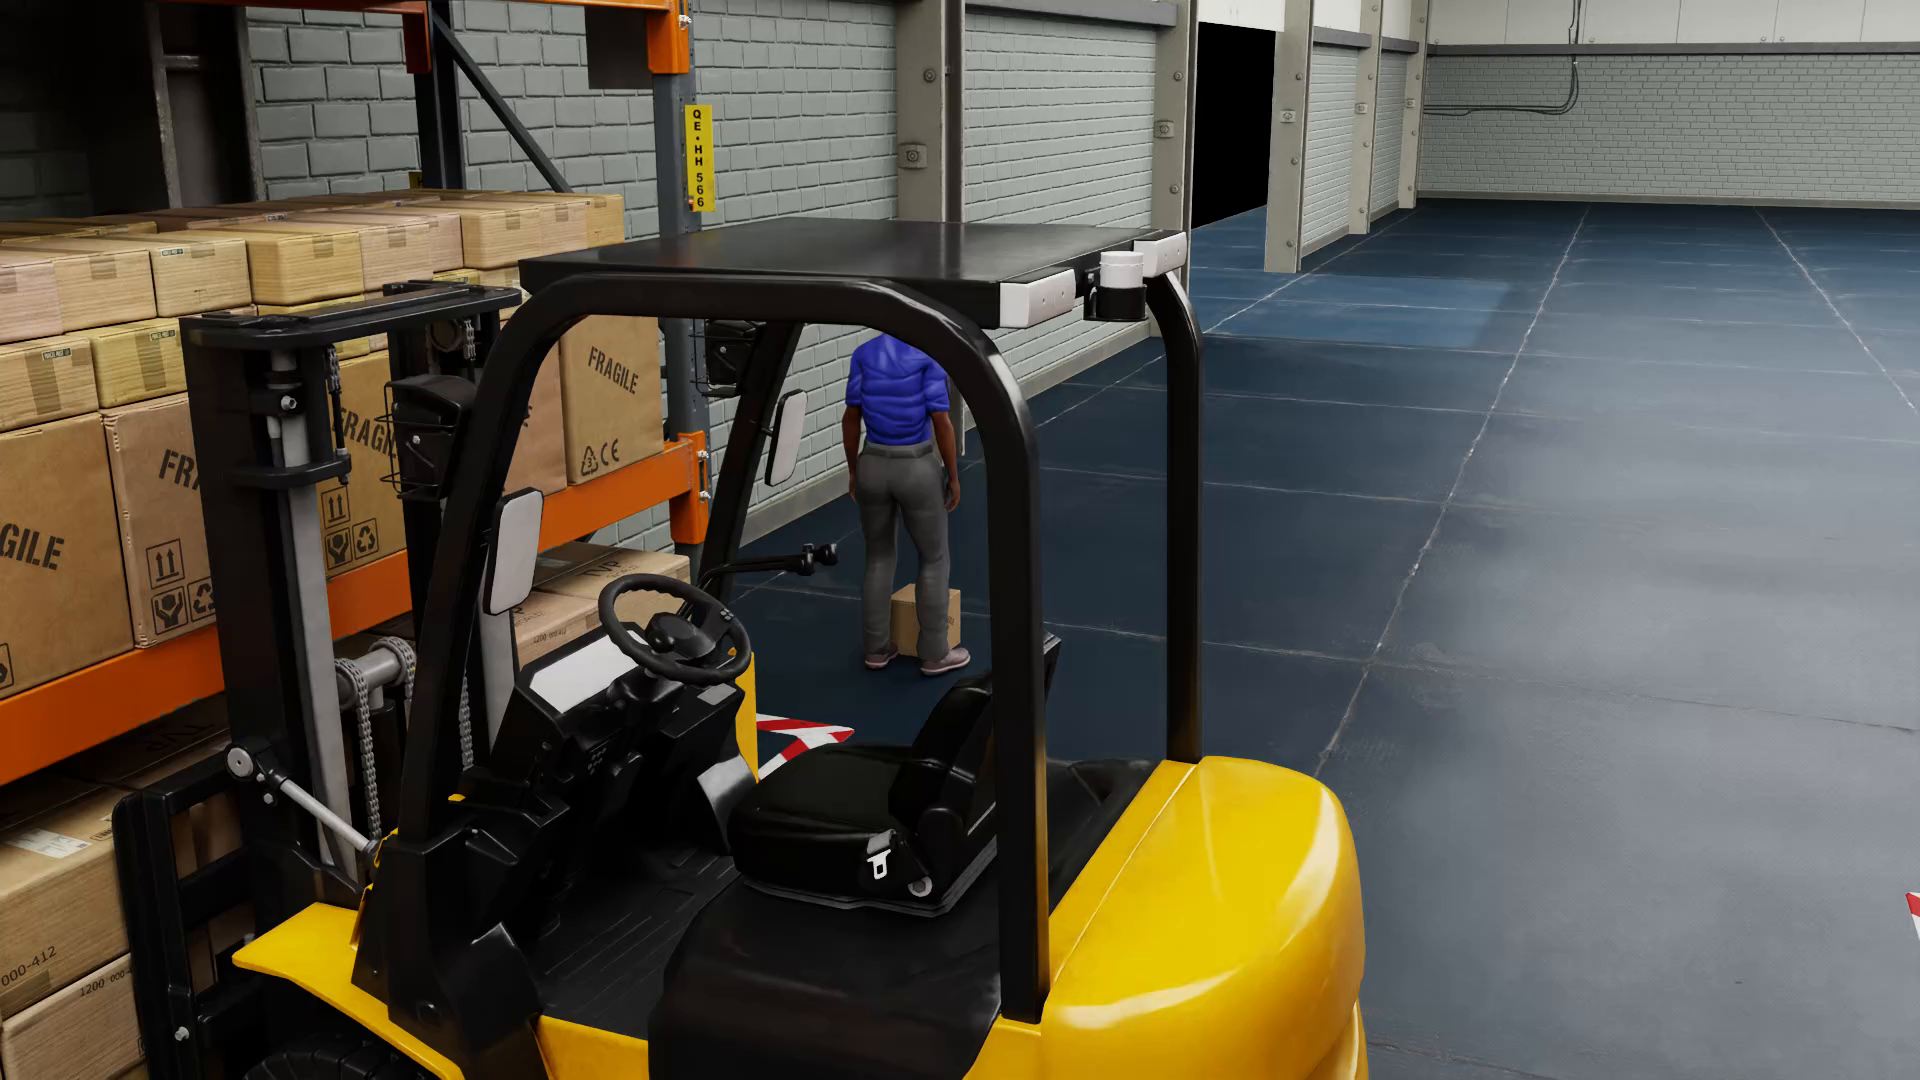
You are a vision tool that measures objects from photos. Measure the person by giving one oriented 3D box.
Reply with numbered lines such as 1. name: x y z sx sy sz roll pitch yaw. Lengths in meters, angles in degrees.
1. person: -0.235 -0.258 6.964 0.518 1.654 0.352 6 17 20
